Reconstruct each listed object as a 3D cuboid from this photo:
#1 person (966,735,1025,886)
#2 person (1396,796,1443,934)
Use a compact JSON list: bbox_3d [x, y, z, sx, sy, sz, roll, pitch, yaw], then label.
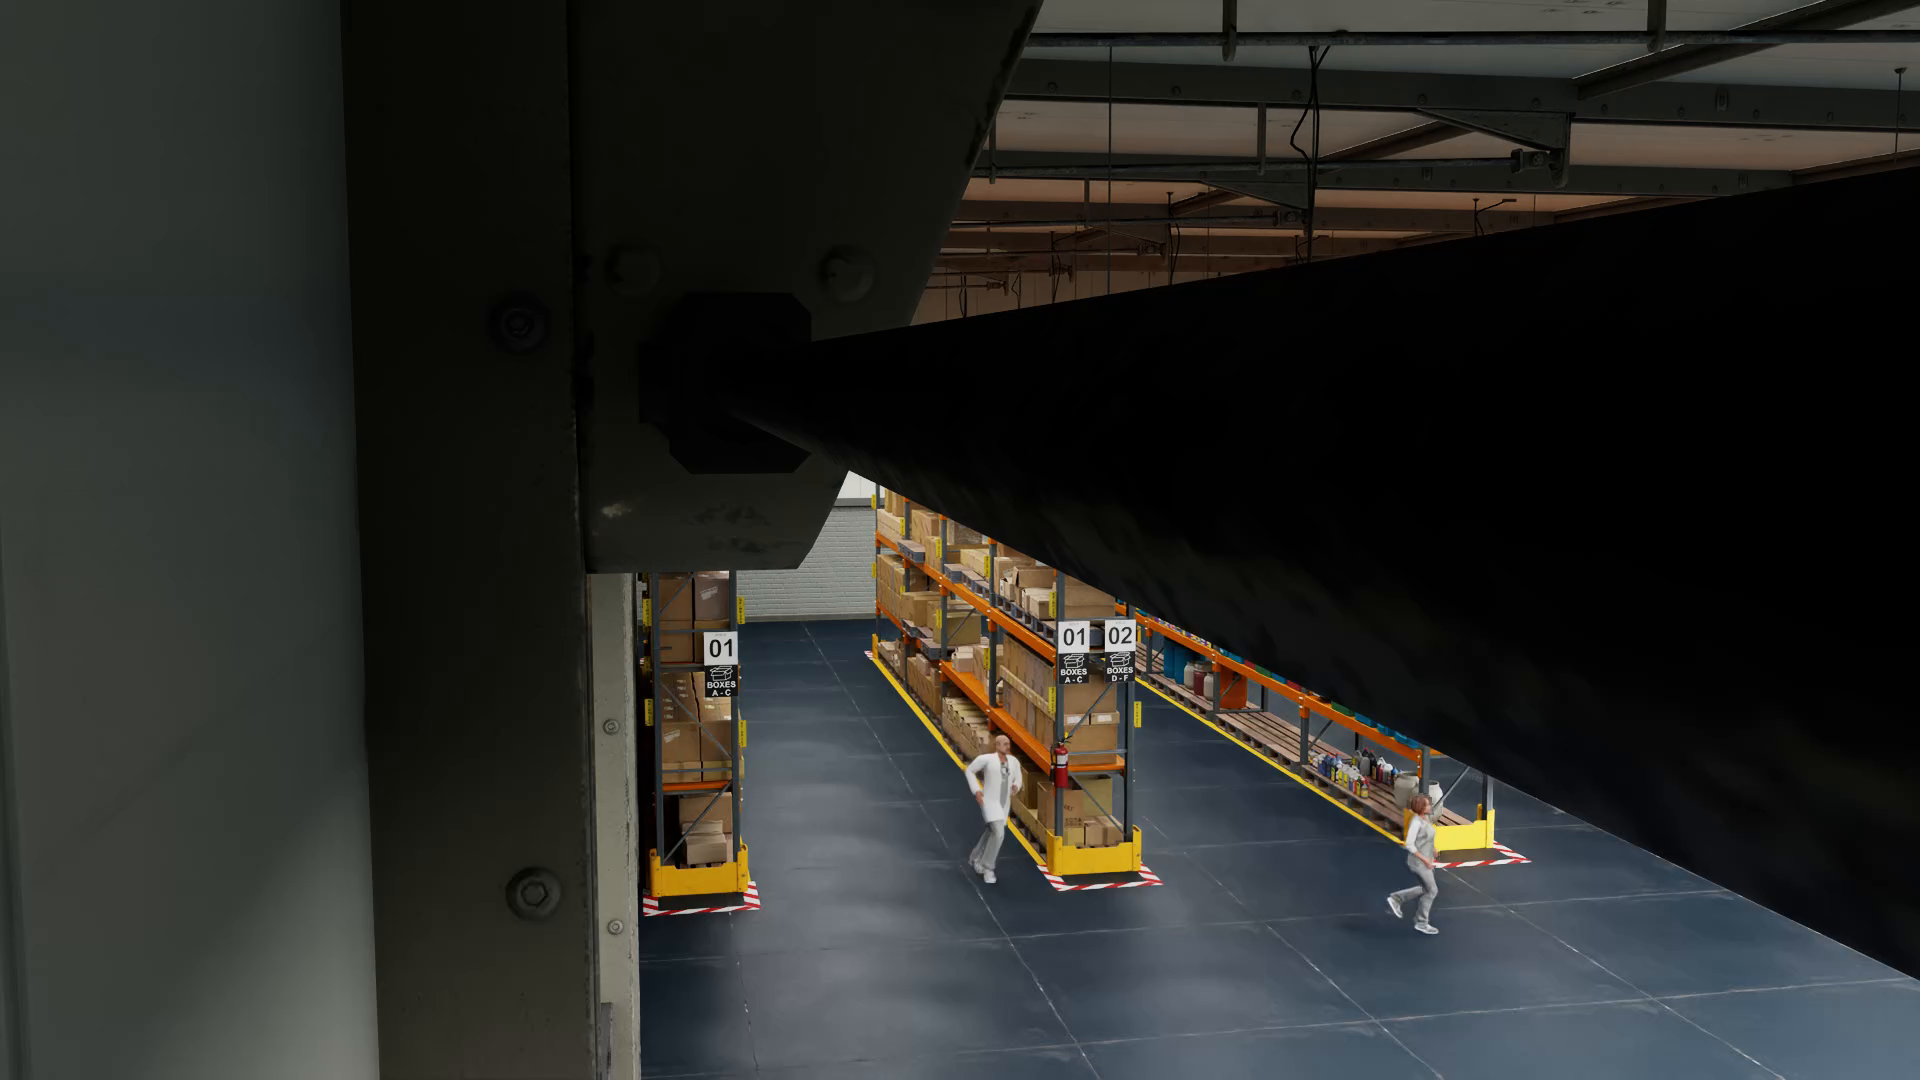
[{"bbox_3d":[0.479,3.341,20.786,0.669,1.826,0.768,-5,8,-39],"label":"person"},{"bbox_3d":[5.179,3.644,18.733,0.504,1.567,0.537,2,6,21],"label":"person"}]
